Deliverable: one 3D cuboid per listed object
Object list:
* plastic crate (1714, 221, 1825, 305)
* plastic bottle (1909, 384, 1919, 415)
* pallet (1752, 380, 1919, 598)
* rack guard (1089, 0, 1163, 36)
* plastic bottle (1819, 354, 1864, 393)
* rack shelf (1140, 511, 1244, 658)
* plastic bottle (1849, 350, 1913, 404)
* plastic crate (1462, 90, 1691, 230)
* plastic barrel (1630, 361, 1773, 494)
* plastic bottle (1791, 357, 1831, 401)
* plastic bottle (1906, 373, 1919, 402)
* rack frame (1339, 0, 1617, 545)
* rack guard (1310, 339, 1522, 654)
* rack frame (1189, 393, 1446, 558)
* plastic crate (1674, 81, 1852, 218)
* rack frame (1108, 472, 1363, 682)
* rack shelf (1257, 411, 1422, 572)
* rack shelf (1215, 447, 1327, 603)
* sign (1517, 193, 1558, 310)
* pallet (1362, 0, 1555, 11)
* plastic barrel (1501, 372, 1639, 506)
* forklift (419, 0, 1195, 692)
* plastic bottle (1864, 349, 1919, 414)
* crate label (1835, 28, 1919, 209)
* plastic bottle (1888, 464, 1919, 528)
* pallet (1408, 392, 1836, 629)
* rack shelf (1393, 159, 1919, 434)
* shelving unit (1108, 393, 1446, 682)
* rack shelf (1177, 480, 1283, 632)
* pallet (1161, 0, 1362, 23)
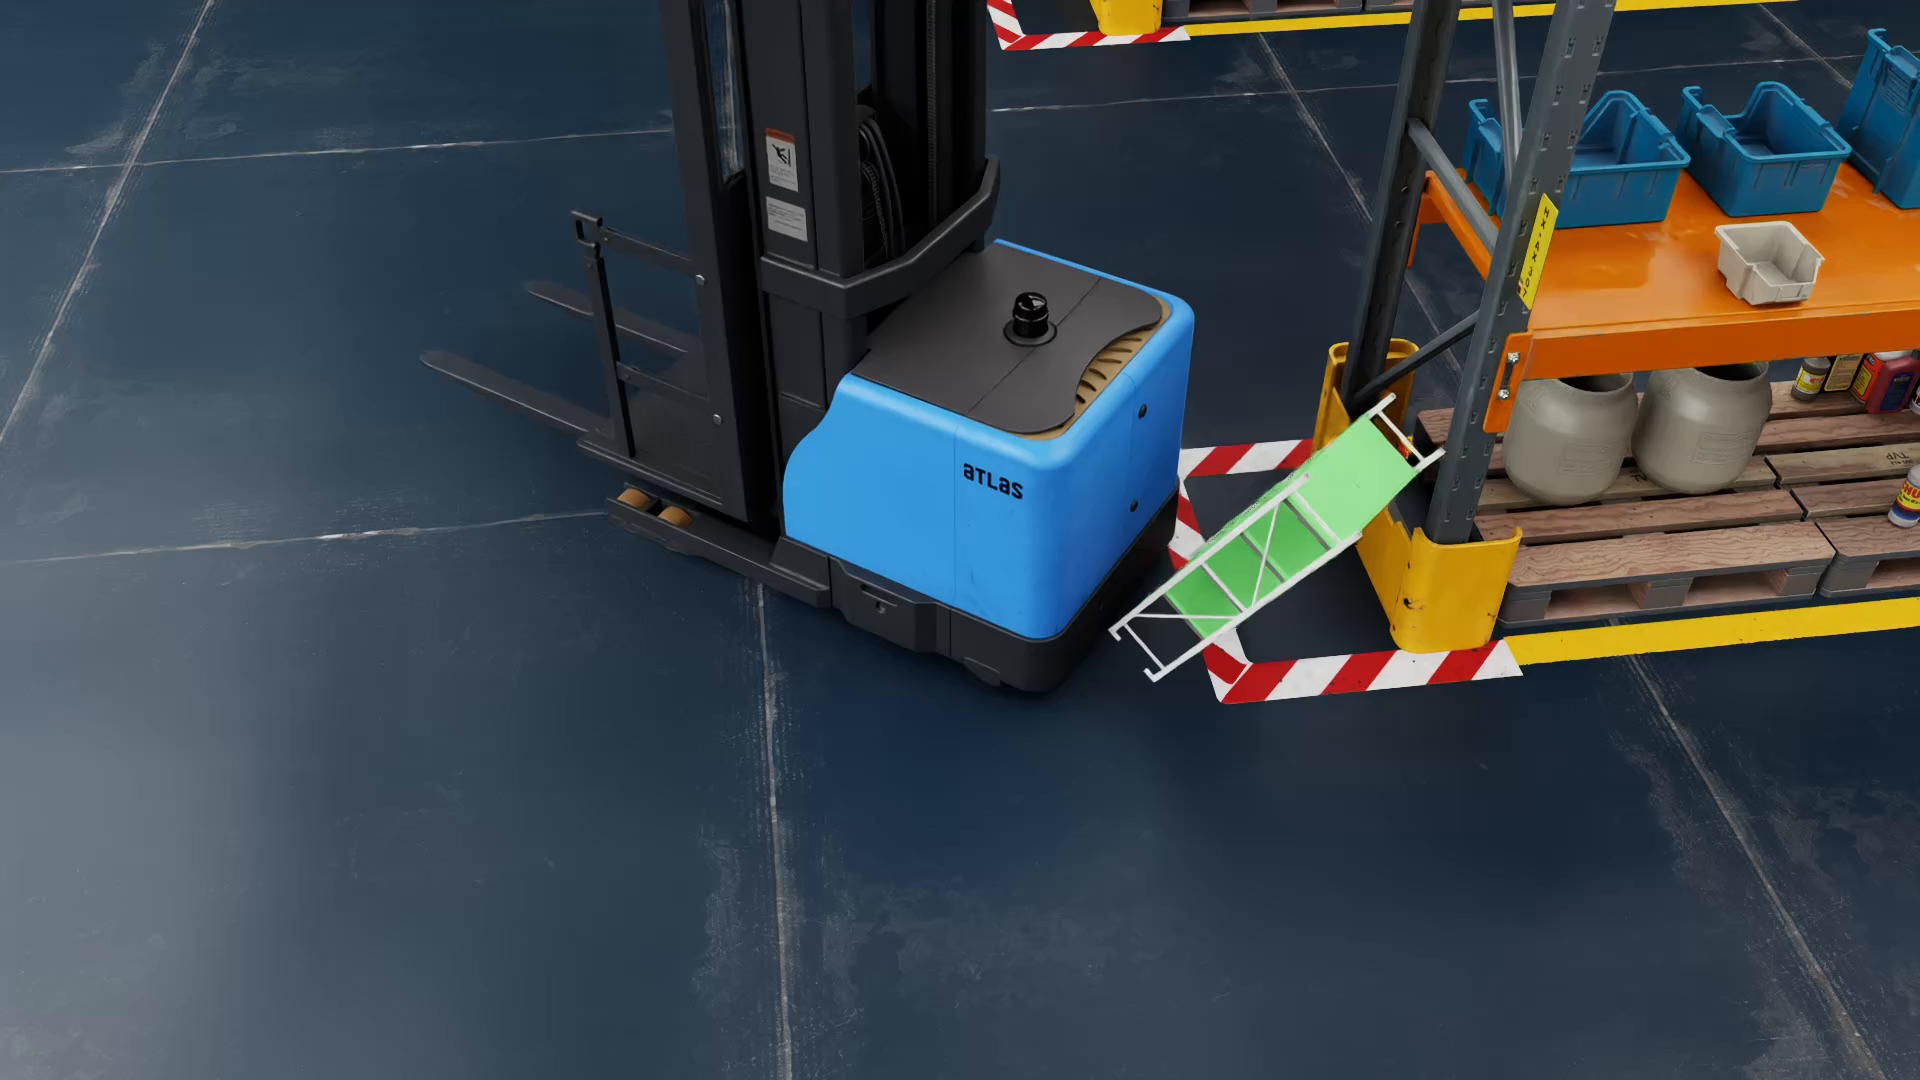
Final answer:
[{"bbox_3d":[2.494,-0.843,5.142,0.250,0.136,0.298,-5,42,-6],"label":"plastic crate"},{"bbox_3d":[3.755,-0.586,6.421,0.097,0.201,0.097,0,42,0],"label":"plastic bottle"},{"bbox_3d":[3.648,-0.250,6.369,1.213,0.211,1.003,-5,42,-6],"label":"pallet"},{"bbox_3d":[0.903,-3.436,9.686,0.348,0.500,1.175,-5,42,-6],"label":"rack guard"},{"bbox_3d":[3.443,-0.704,6.491,0.133,0.283,0.061,-4,42,-4],"label":"plastic bottle"},{"bbox_3d":[0.864,0.147,5.598,0.258,0.148,0.480,49,56,4],"label":"rack shelf"},{"bbox_3d":[3.583,-0.683,6.473,0.135,0.276,0.152,-5,42,-5],"label":"plastic bottle"},{"bbox_3d":[2.023,-1.264,5.522,0.616,0.251,0.499,-5,42,-6],"label":"plastic crate"},{"bbox_3d":[2.705,-0.460,6.064,0.421,0.512,0.421,0,42,0],"label":"plastic barrel"},{"bbox_3d":[3.330,-0.651,6.493,0.097,0.201,0.097,0,42,0],"label":"plastic bottle"},{"bbox_3d":[3.721,-0.695,6.486,0.135,0.276,0.152,-6,42,-7],"label":"plastic bottle"},{"bbox_3d":[1.565,-1.077,5.204,0.127,3.000,1.000,-5,42,-6],"label":"rack frame"},{"bbox_3d":[1.635,-0.186,6.083,0.348,0.500,1.175,-5,42,-6],"label":"rack guard"},{"bbox_3d":[1.140,-0.104,5.485,0.240,1.200,0.015,49,56,4],"label":"rack frame"},{"bbox_3d":[2.668,-1.316,5.581,0.408,0.251,0.499,-5,42,-6],"label":"plastic crate"},{"bbox_3d":[0.825,0.147,5.210,0.240,1.200,0.015,49,56,4],"label":"rack frame"},{"bbox_3d":[1.145,-0.150,5.005,0.258,0.148,0.480,49,56,4],"label":"rack shelf"},{"bbox_3d":[1.051,-0.051,5.203,0.258,0.148,0.480,49,56,4],"label":"rack shelf"},{"bbox_3d":[1.632,-0.814,4.706,0.005,0.325,0.100,-5,42,-6],"label":"sign"},{"bbox_3d":[2.887,-3.529,10.005,1.213,0.211,1.003,-5,42,-6],"label":"pallet"},{"bbox_3d":[2.208,-0.417,6.016,0.421,0.512,0.421,0,42,0],"label":"plastic barrel"},{"bbox_3d":[-0.729,-1.325,5.531,3.031,2.935,1.130,22,47,23],"label":"forklift"},{"bbox_3d":[3.597,-0.615,6.392,0.133,0.283,0.061,-5,42,-6],"label":"plastic bottle"},{"bbox_3d":[3.355,-1.429,5.568,0.616,0.435,0.502,-5,42,-6],"label":"crate label"},{"bbox_3d":[3.404,-0.177,5.916,0.097,0.271,0.097,0,42,0],"label":"plastic bottle"},{"bbox_3d":[2.441,-0.146,6.254,1.213,0.211,1.003,-5,42,-6],"label":"pallet"},{"bbox_3d":[3.549,-0.983,5.637,4.000,0.370,1.077,-5,42,-6],"label":"rack shelf"},{"bbox_3d":[0.982,0.022,5.348,0.258,1.200,0.503,49,56,4],"label":"shelving unit"},{"bbox_3d":[0.957,0.048,5.400,0.258,0.148,0.480,49,56,4],"label":"rack shelf"},{"bbox_3d":[1.680,-3.425,9.890,1.213,0.211,1.003,-5,42,-6],"label":"pallet"}]
